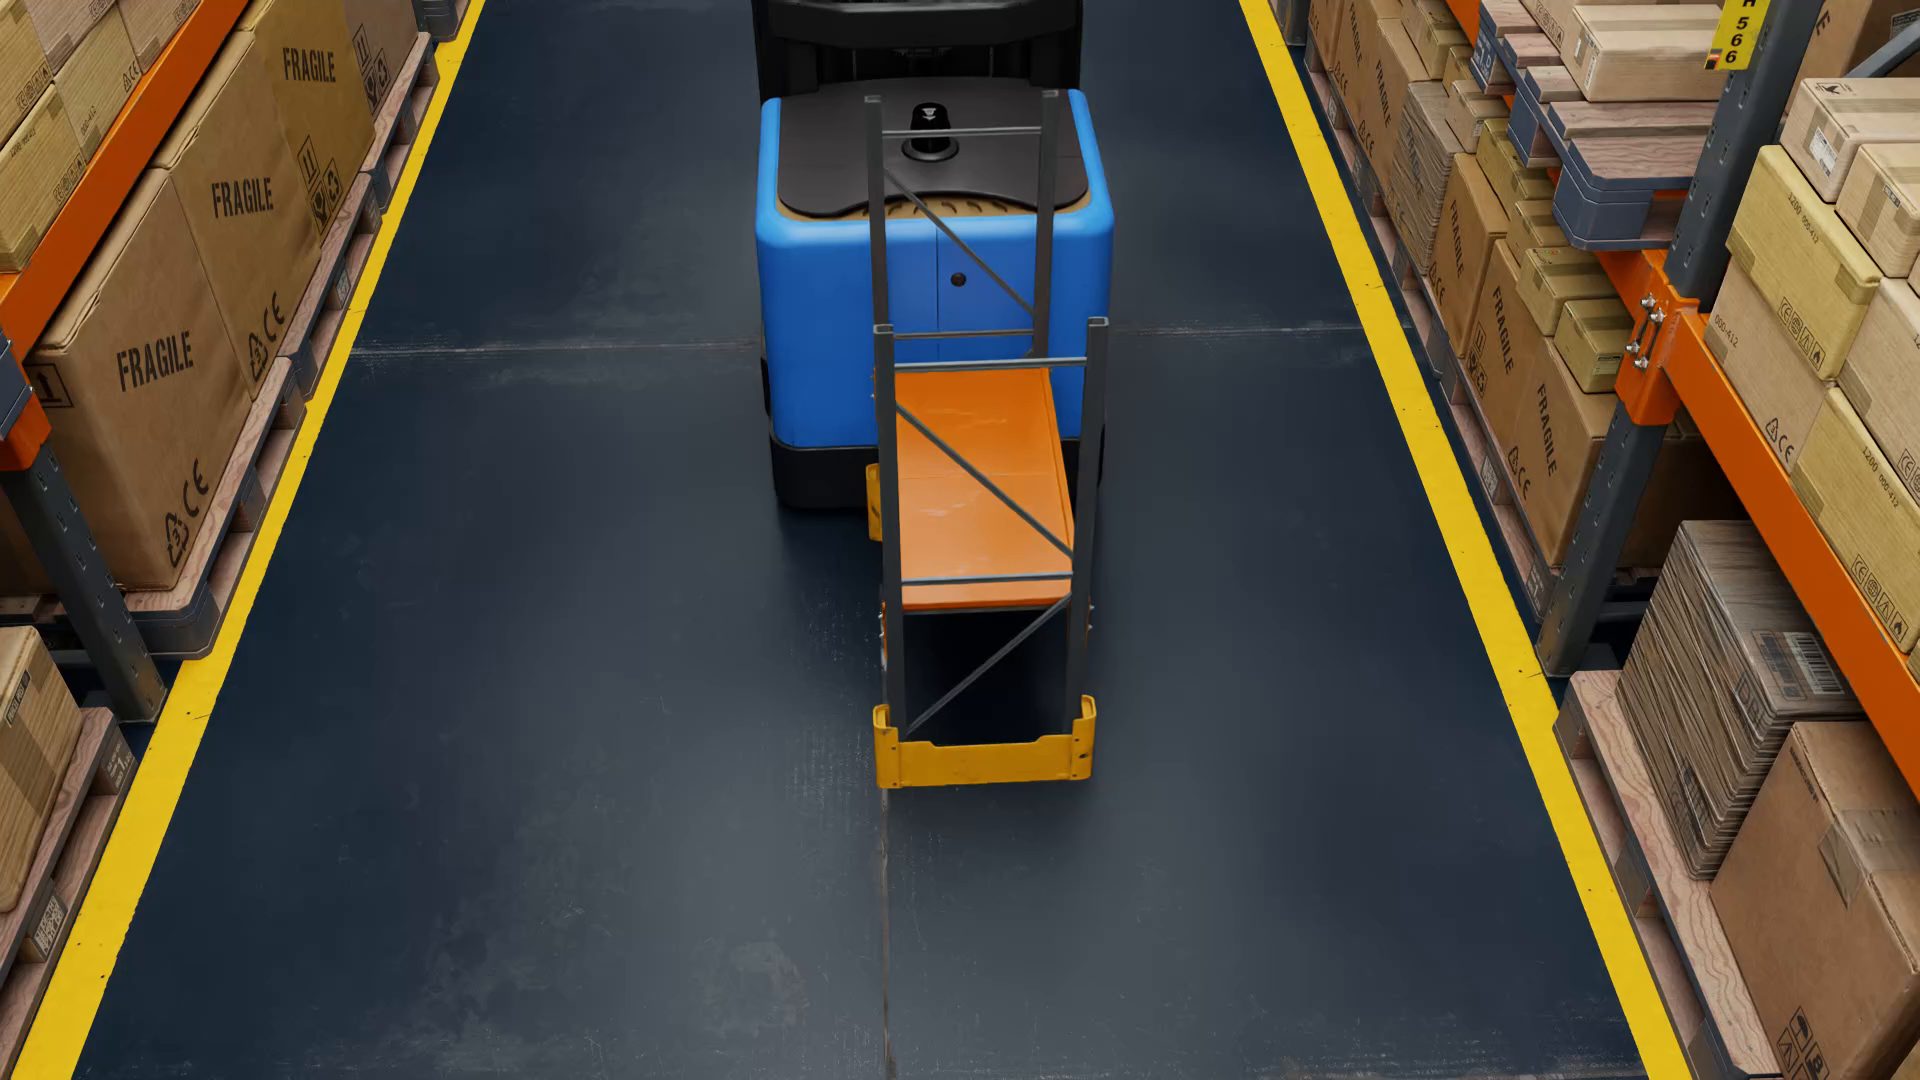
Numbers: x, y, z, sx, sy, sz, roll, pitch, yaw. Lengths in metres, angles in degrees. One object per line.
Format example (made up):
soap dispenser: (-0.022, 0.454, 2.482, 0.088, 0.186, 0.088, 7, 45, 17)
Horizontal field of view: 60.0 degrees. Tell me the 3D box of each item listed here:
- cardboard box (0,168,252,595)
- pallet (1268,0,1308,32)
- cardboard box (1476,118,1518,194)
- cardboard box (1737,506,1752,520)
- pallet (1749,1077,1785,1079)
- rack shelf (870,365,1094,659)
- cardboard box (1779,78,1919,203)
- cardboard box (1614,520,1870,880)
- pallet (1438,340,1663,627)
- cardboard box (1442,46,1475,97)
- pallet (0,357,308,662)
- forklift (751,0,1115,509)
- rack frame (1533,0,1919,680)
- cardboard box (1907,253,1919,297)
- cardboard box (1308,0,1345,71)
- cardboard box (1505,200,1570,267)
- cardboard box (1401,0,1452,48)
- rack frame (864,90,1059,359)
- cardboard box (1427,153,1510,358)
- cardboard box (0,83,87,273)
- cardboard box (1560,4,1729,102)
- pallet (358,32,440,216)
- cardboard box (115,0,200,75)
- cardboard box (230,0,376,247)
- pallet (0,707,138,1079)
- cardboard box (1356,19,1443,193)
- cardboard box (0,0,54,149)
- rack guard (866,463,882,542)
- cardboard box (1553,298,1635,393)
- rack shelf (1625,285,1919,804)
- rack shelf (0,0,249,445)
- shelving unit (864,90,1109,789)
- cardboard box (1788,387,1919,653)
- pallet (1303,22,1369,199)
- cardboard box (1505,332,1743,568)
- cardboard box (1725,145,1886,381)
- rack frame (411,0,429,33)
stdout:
cardboard box: (-2.714, -0.452, 4.785, 0.875, 0.875, 0.875, -2, 43, -2)
pallet: (1.993, -2.893, 8.250, 1.003, 0.211, 1.213, -2, 43, -2)
cardboard box: (1.931, -1.266, 5.470, 0.380, 0.149, 0.250, -2, 43, -2)
cardboard box: (2.454, -0.283, 4.878, 0.500, 0.500, 0.500, 0, 43, 0)
pallet: (2.236, 1.649, 3.294, 1.003, 0.211, 1.213, -2, 43, -2)
rack shelf: (0.035, -0.113, 4.530, 0.538, 0.185, 1.000, -2, 43, -3)
cardboard box: (1.911, -0.810, 3.359, 0.380, 0.149, 0.250, 0, 43, -1)
cardboard box: (2.204, 0.385, 4.057, 0.875, 0.625, 0.625, 0, 43, 0)
pallet: (2.198, -0.234, 5.349, 1.003, 0.211, 1.213, -2, 43, -2)
cardboard box: (1.930, -1.619, 5.856, 0.380, 0.149, 0.250, -1, 43, -2)
pallet: (-2.726, -0.119, 5.223, 1.003, 0.211, 1.213, -2, 43, -2)
forklift: (-0.154, -2.164, 5.442, 1.130, 2.935, 3.031, -2, 43, -3)
rack frame: (2.192, -0.757, 3.856, 1.000, 3.000, 0.127, -2, 43, -2)
cardboard box: (1.960, -0.457, 2.974, 0.380, 0.149, 0.250, -1, 43, -1)
cardboard box: (1.817, -2.358, 7.142, 0.500, 0.500, 0.500, 0, 43, 0)
cardboard box: (1.908, -0.918, 5.091, 0.380, 0.149, 0.250, -3, 43, -3)
cardboard box: (1.881, -1.968, 6.236, 0.380, 0.149, 0.250, -2, 43, -2)
rack frame: (0.004, -0.589, 4.782, 0.500, 1.500, 0.032, -2, 43, -3)
cardboard box: (1.923, -0.961, 5.618, 0.500, 0.500, 0.500, 0, 43, 0)
cardboard box: (-2.537, -0.895, 4.117, 0.500, 0.250, 0.500, -2, 43, -3)
cardboard box: (1.780, -1.252, 4.271, 0.380, 0.149, 0.250, -1, 43, -1)
pallet: (-2.829, -1.766, 7.020, 1.003, 0.211, 1.213, -2, 43, -2)
cardboard box: (-2.593, -1.595, 4.881, 0.500, 0.250, 0.500, 0, 43, 0)
cardboard box: (-2.785, -1.658, 6.101, 0.875, 0.875, 0.875, -1, 43, -1)
pallet: (-2.736, 0.943, 4.065, 1.003, 0.211, 1.213, -2, 43, -2)
cardboard box: (1.867, -1.662, 6.382, 0.500, 0.500, 0.500, -3, 43, -3)
cardboard box: (-2.542, -1.090, 3.961, 0.500, 0.250, 0.500, -2, 43, -2)
rack guard: (0.004, -0.127, 5.204, 0.587, 0.250, 0.087, -2, 43, -3)
cardboard box: (1.918, -0.556, 4.696, 0.380, 0.149, 0.250, -4, 43, -4)
rack shelf: (2.277, 0.858, 2.626, 1.077, 0.370, 4.000, -2, 43, -2)
rack shelf: (-2.852, -1.697, 5.414, 1.077, 0.370, 4.000, -2, 43, -2)
shelving unit: (0.035, -0.252, 4.415, 0.587, 1.500, 1.083, -2, 43, -3)
cardboard box: (1.983, -0.056, 3.202, 0.500, 0.250, 0.500, -2, 43, -3)
pallet: (2.094, -1.882, 7.147, 1.003, 0.211, 1.213, -2, 43, -2)
cardboard box: (1.959, -0.270, 4.864, 0.500, 0.500, 0.500, -1, 43, -1)
cardboard box: (1.941, -0.579, 3.403, 0.500, 0.250, 0.500, -2, 43, -2)
rack frame: (-2.937, -3.313, 6.644, 1.000, 3.000, 0.127, -2, 43, -2)
